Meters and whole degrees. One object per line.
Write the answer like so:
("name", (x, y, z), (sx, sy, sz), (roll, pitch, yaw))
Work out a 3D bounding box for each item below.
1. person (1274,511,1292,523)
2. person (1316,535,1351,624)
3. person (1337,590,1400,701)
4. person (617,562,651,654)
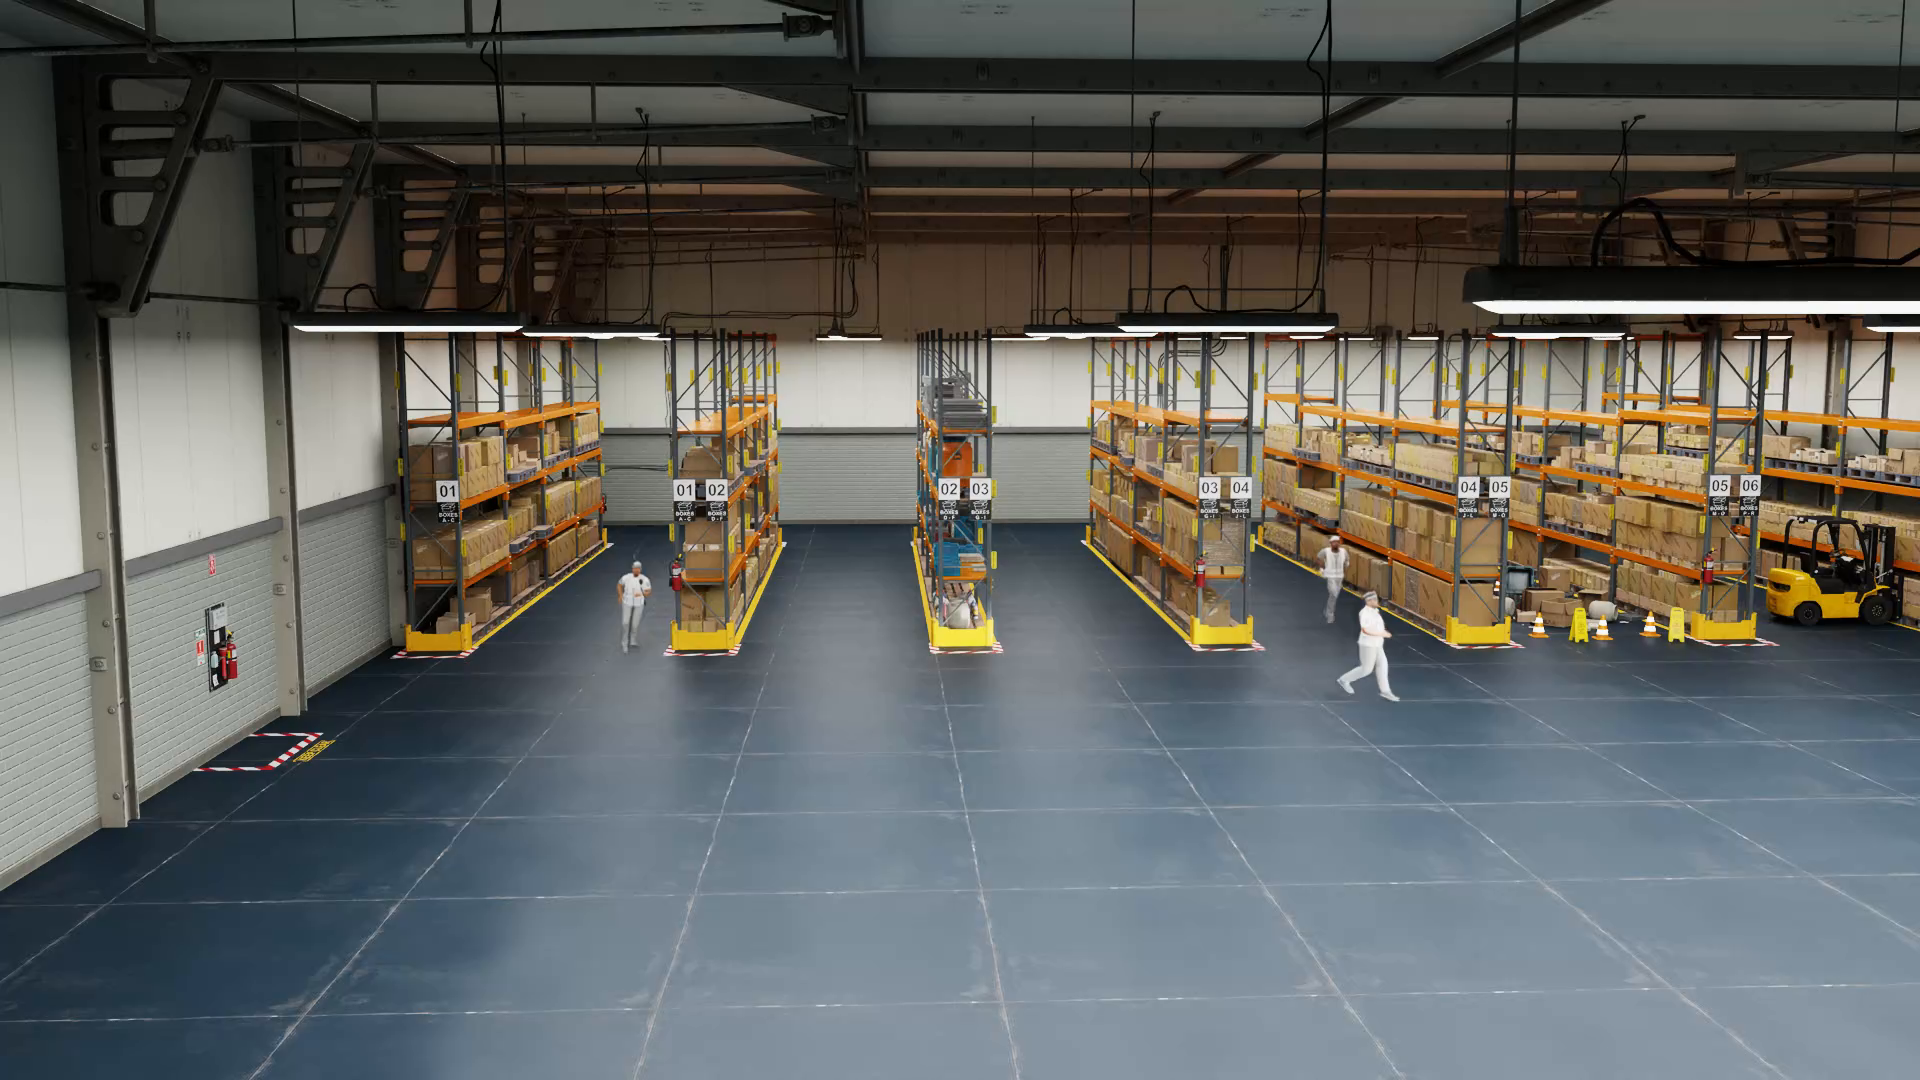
("person", (9.537, -0.908, 49.221), (0.903, 1.640, 0.619), (6, 9, 40))
("person", (7.741, 0.816, 34.329), (0.644, 1.843, 0.762), (-1, 7, -12))
("person", (6.607, 1.693, 26.803), (0.980, 1.794, 0.674), (3, 7, 26))
("person", (-6.114, 1.240, 31.244), (0.621, 1.685, 0.862), (-1, 7, -12))
